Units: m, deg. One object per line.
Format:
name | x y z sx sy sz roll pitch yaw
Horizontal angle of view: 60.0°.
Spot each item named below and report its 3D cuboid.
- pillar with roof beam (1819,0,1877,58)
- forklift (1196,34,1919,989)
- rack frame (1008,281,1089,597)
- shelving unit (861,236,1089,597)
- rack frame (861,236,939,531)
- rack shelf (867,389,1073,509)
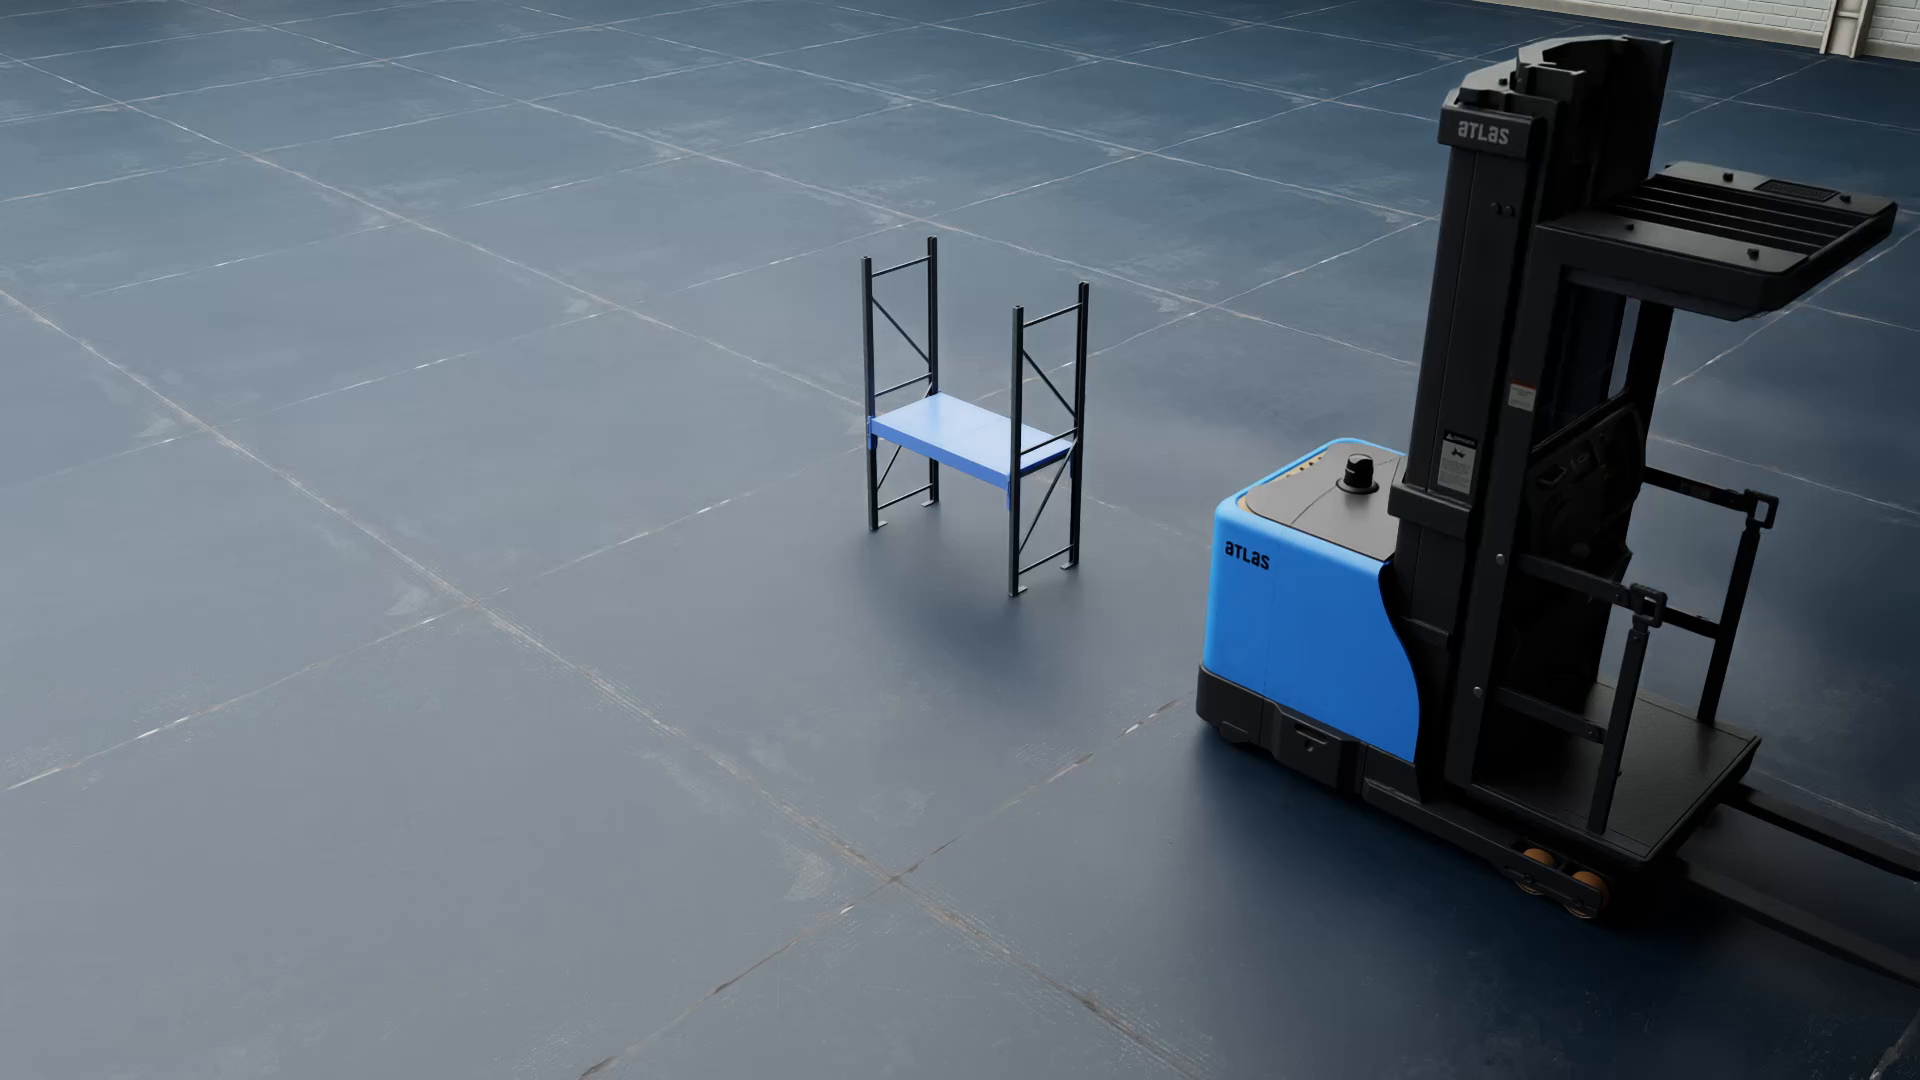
pillar with roof beam | 7.438 -8.327 14.918 0.400 9.000 9.100 25 36 38
forklift | 2.435 -0.184 5.950 3.031 2.935 1.130 24 36 38
rack frame | 0.423 -0.470 8.033 0.032 1.500 0.500 25 36 38
shelving unit | 0.061 -0.636 8.348 1.048 1.500 0.538 25 36 38
rack frame | -0.302 -0.802 8.663 0.032 1.500 0.500 25 36 38
rack shelf | 0.061 -0.477 8.432 1.000 0.185 0.538 25 36 38
